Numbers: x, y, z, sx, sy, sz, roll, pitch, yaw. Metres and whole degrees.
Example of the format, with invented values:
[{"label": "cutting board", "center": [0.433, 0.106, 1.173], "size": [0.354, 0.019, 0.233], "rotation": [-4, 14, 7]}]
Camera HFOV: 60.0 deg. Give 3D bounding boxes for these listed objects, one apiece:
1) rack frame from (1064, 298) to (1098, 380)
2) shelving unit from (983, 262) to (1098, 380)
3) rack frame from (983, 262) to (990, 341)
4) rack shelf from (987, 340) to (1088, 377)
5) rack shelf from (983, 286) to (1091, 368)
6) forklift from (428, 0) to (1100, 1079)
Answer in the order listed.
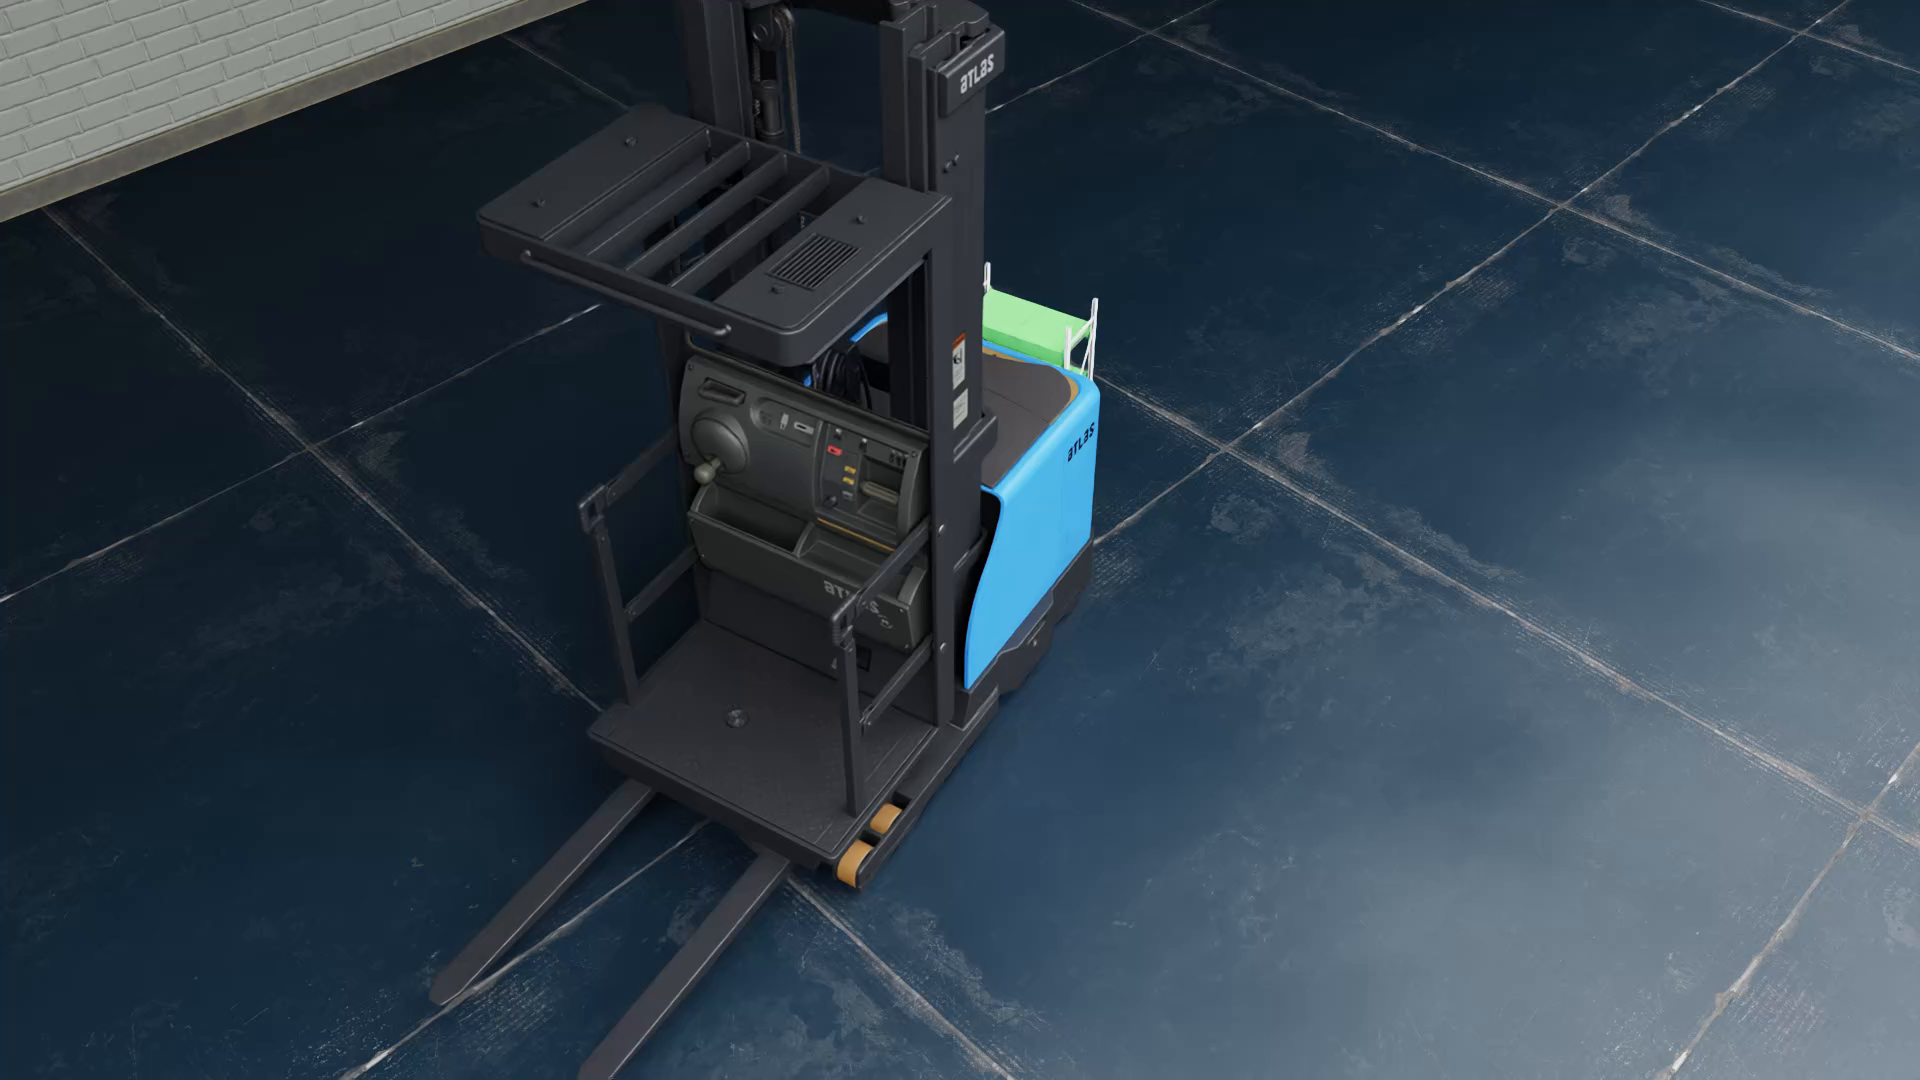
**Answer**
[{"label": "rack frame", "center": [0.471, -0.434, 6.835], "size": [0.015, 1.200, 0.240], "rotation": [22, 47, 22]}, {"label": "shelving unit", "center": [0.262, -0.520, 6.928], "size": [0.503, 1.200, 0.258], "rotation": [22, 47, 22]}, {"label": "rack frame", "center": [0.053, -0.605, 7.021], "size": [0.015, 1.200, 0.240], "rotation": [22, 47, 22]}, {"label": "rack shelf", "center": [0.262, -0.649, 6.809], "size": [0.480, 0.148, 0.258], "rotation": [22, 47, 22]}, {"label": "rack shelf", "center": [0.262, -0.826, 6.646], "size": [0.480, 0.148, 0.258], "rotation": [22, 47, 22]}, {"label": "forklift", "center": [-0.642, -0.207, 5.315], "size": [1.130, 2.935, 3.031], "rotation": [22, 47, 22]}]
